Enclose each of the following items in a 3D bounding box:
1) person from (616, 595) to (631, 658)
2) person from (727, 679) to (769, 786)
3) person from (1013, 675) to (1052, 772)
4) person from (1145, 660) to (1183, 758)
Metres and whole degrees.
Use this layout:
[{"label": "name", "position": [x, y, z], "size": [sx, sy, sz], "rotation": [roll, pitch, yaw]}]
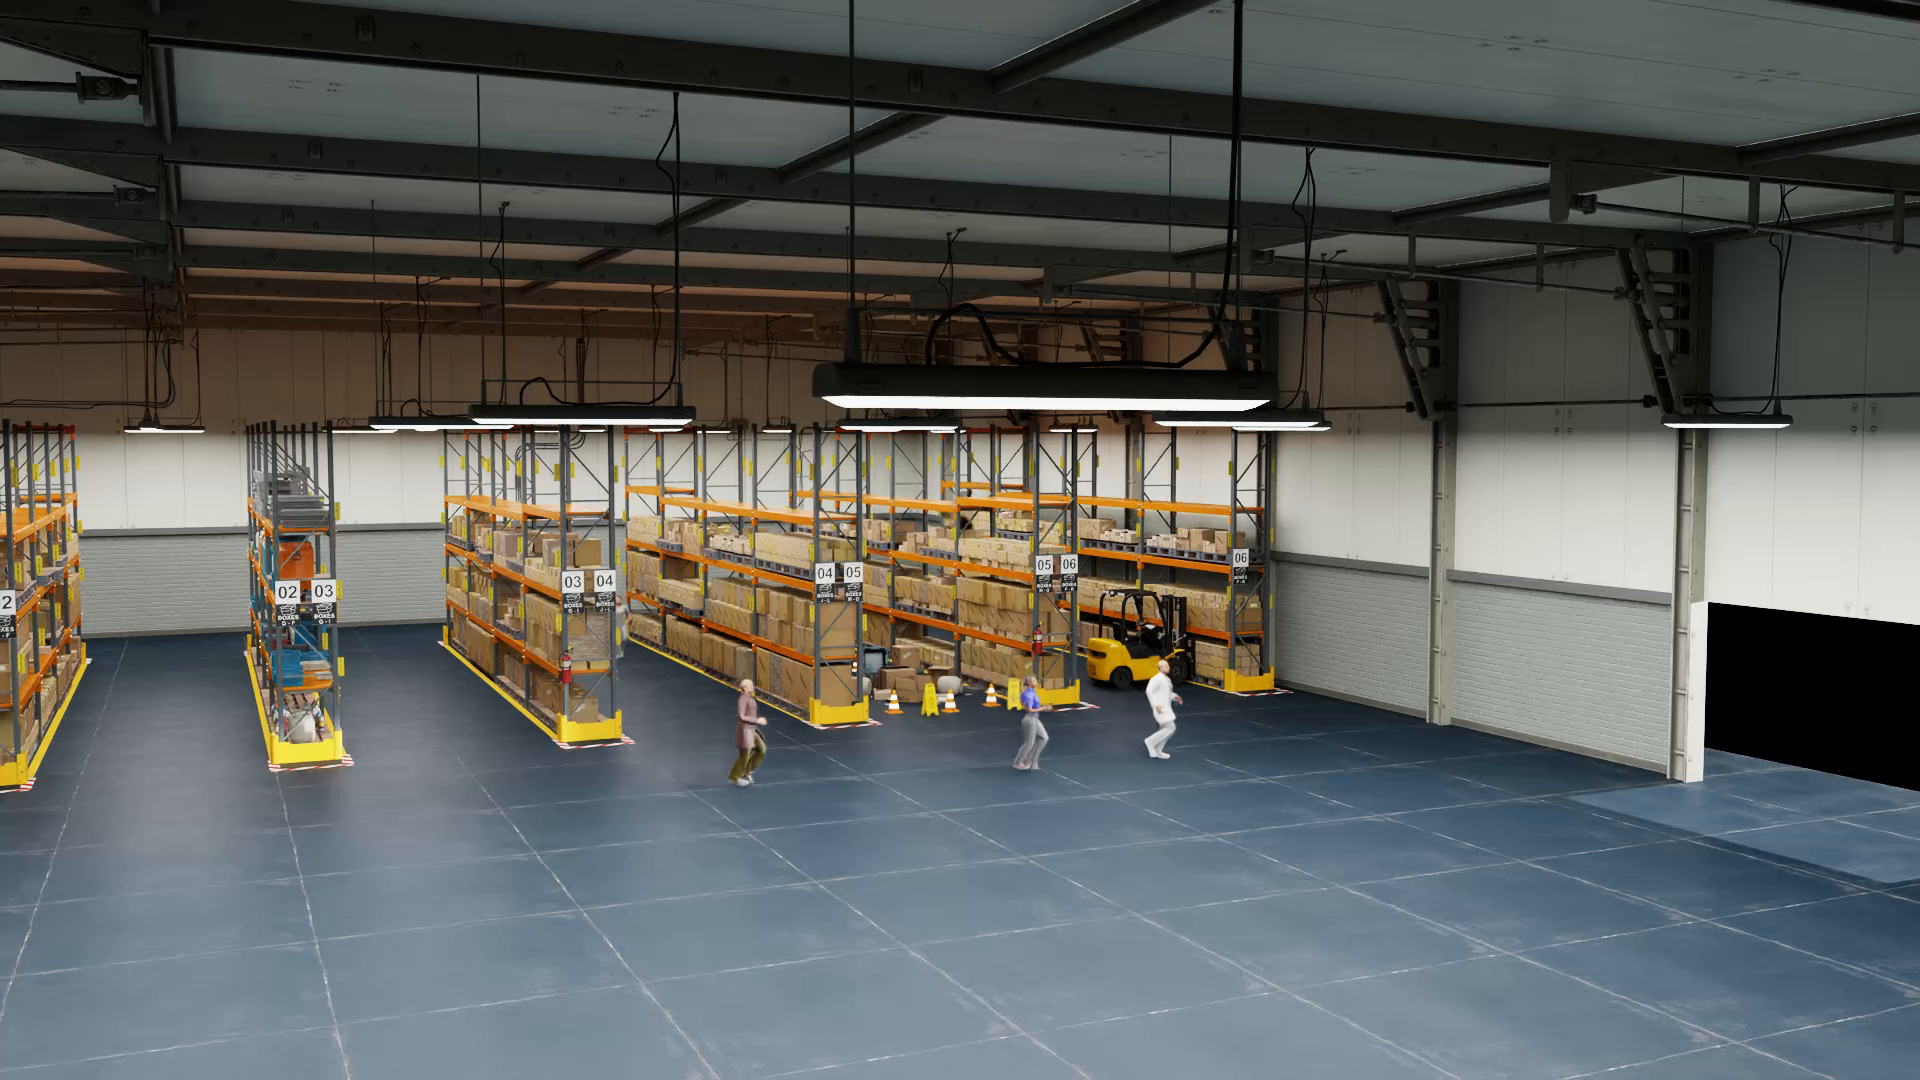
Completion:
[{"label": "person", "position": [-8.735, 2.232, 42.749], "size": [0.578, 1.625, 0.591], "rotation": [-1, 4, -18]}, {"label": "person", "position": [-3.450, 3.155, 27.112], "size": [0.732, 1.781, 0.703], "rotation": [1, 4, 9]}, {"label": "person", "position": [1.244, 3.135, 28.338], "size": [0.667, 1.685, 0.558], "rotation": [1, 4, 11]}, {"label": "person", "position": [3.619, 3.005, 29.537], "size": [0.629, 1.746, 0.723], "rotation": [1, 4, 20]}]
